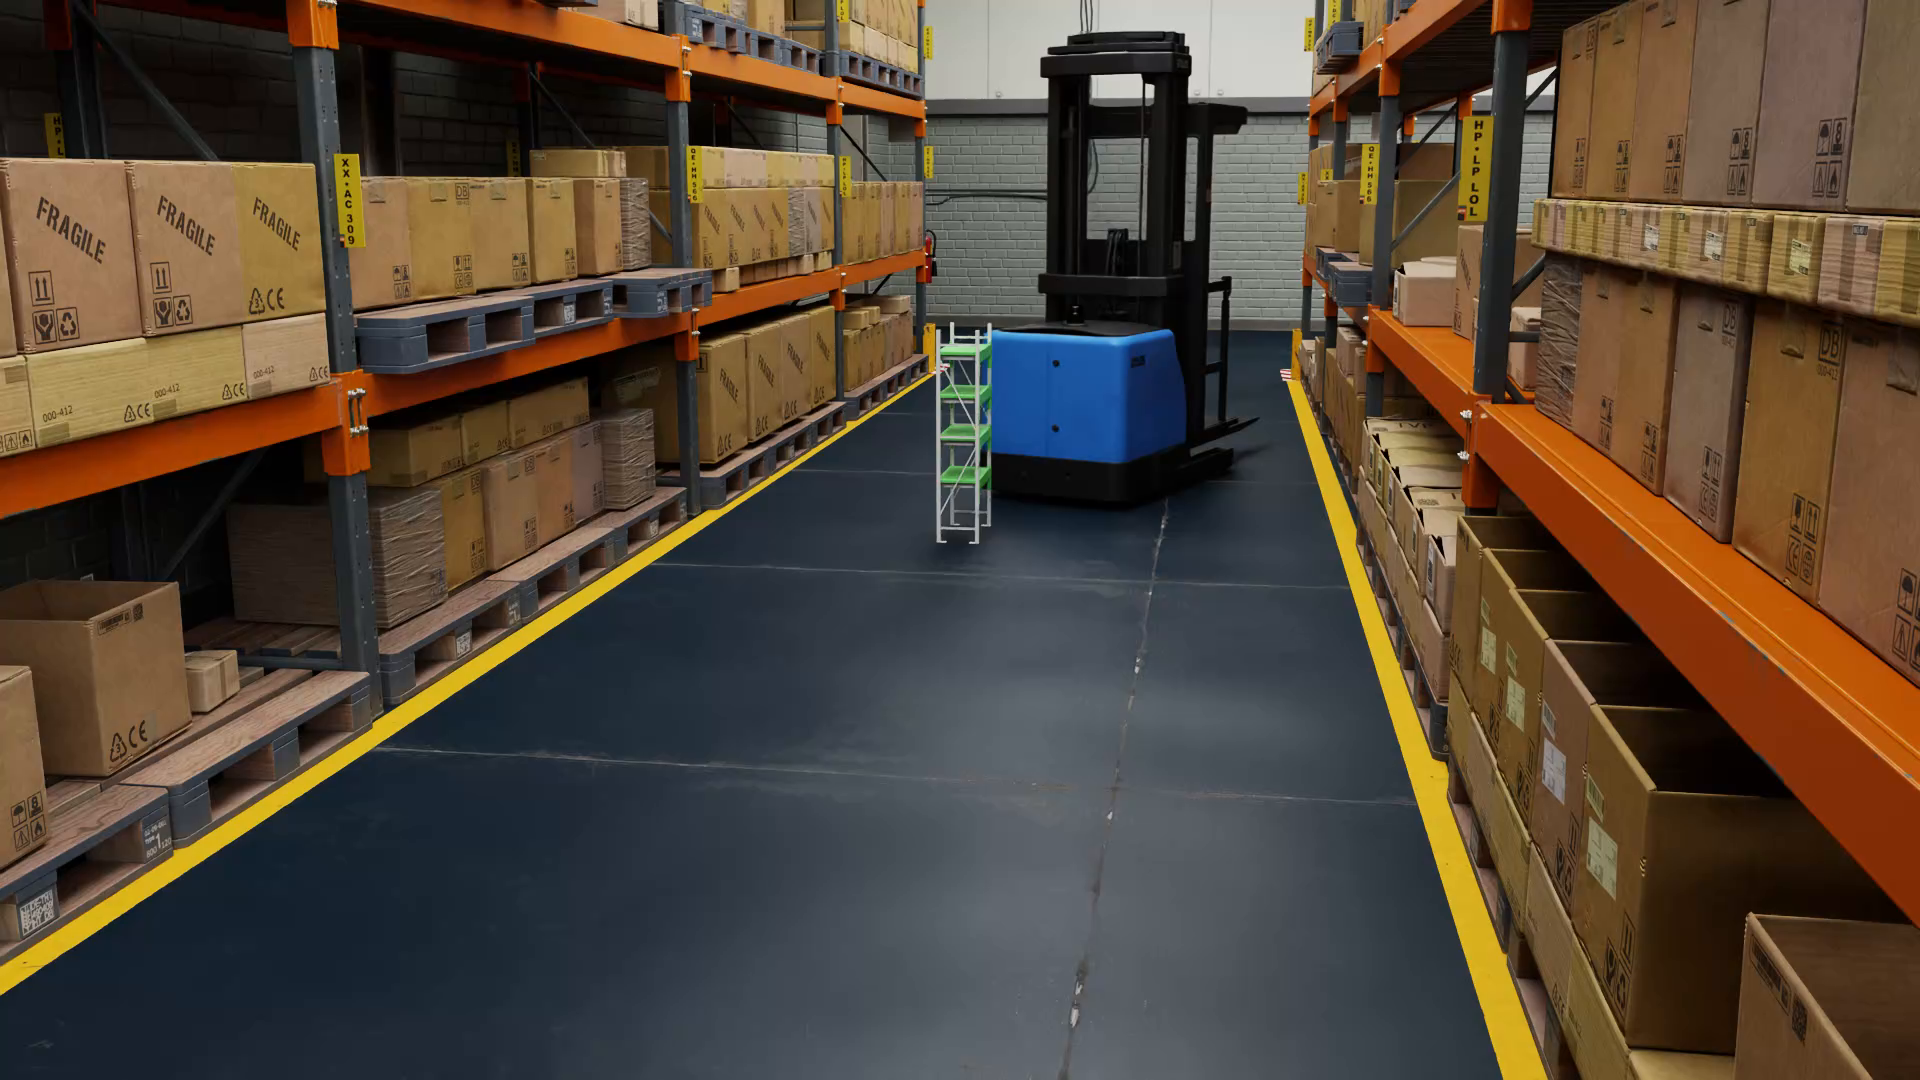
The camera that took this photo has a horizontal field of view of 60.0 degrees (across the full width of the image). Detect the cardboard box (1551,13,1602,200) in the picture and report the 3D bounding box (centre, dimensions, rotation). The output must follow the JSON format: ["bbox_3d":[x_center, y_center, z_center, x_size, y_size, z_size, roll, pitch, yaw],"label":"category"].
[{"bbox_3d":[2.121,-1.230,4.763,0.700,0.500,0.500,2,12,9],"label":"cardboard box"}]

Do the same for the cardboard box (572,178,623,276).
[{"bbox_3d":[-2.218,-1.680,8.888,0.700,0.500,0.500,1,12,3],"label":"cardboard box"}]

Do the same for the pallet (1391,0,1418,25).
[{"bbox_3d":[2.782,-2.702,8.238,1.213,0.211,1.003,2,12,11],"label":"pallet"}]

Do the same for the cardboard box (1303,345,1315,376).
[{"bbox_3d":[3.511,-1.696,15.725,0.500,0.250,0.500,2,12,9],"label":"cardboard box"}]

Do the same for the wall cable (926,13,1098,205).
[{"bbox_3d":[0.357,-5.877,22.776,3.097,2.526,0.112,2,12,9],"label":"wall cable"}]

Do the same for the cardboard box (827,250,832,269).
[{"bbox_3d":[-1.254,-2.272,13.463,0.380,0.149,0.250,2,12,9],"label":"cardboard box"}]

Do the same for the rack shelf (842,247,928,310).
[{"bbox_3d":[-1.174,-2.529,15.816,1.077,0.370,4.000,2,12,9],"label":"rack shelf"}]

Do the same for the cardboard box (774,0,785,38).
[{"bbox_3d":[-1.726,-4.015,12.602,0.700,0.500,0.500,1,12,6],"label":"cardboard box"}]

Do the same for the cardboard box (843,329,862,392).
[{"bbox_3d":[-1.265,-1.600,14.734,0.700,0.500,0.500,2,12,9],"label":"cardboard box"}]

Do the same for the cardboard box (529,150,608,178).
[{"bbox_3d":[-2.155,-2.072,9.168,0.380,0.149,0.250,0,12,-1],"label":"cardboard box"}]

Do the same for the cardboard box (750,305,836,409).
[{"bbox_3d":[-1.453,-1.479,13.343,0.750,0.750,0.750,2,12,9],"label":"cardboard box"}]

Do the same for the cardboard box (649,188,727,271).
[{"bbox_3d":[-1.769,-1.929,10.331,0.500,0.500,0.500,2,12,10],"label":"cardboard box"}]

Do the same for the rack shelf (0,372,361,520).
[{"bbox_3d":[-3.020,-0.031,4.225,1.077,0.370,4.000,2,12,9],"label":"rack shelf"}]

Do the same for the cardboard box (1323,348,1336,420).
[{"bbox_3d":[3.099,-1.205,12.853,0.500,0.500,0.500,1,12,6],"label":"cardboard box"}]

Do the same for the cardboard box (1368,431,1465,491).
[{"bbox_3d":[2.355,-0.398,8.419,0.500,0.311,0.500,2,12,7],"label":"cardboard box"}]

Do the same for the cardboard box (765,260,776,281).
[{"bbox_3d":[-1.545,-1.954,11.988,0.380,0.149,0.250,2,12,10],"label":"cardboard box"}]

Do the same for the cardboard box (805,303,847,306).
[{"bbox_3d":[-1.286,-2.164,15.813,0.380,0.149,0.250,2,12,8],"label":"cardboard box"}]

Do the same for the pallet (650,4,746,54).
[{"bbox_3d":[-2.050,-3.141,10.278,1.213,0.211,1.003,2,12,11],"label":"pallet"}]

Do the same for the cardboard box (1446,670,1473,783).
[{"bbox_3d":[1.812,0.586,5.183,0.500,0.250,0.500,2,12,9],"label":"cardboard box"}]

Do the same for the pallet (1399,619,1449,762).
[{"bbox_3d":[2.258,0.569,6.351,1.003,0.211,1.213,2,12,9],"label":"pallet"}]

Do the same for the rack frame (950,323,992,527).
[{"bbox_3d":[0.063,-0.672,9.763,0.240,1.200,0.015,2,12,9],"label":"rack frame"}]

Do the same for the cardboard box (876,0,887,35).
[{"bbox_3d":[-0.951,-4.828,14.996,0.500,0.500,0.500,2,12,9],"label":"cardboard box"}]

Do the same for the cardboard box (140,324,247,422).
[{"bbox_3d":[-2.570,-0.524,5.111,0.500,0.250,0.500,2,12,9],"label":"cardboard box"}]

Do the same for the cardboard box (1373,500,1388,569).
[{"bbox_3d":[2.277,-0.020,7.998,0.500,0.250,0.500,2,12,7],"label":"cardboard box"}]

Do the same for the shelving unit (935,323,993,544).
[{"bbox_3d":[0.025,-0.621,9.527,0.258,1.200,0.503,2,12,9],"label":"shelving unit"}]

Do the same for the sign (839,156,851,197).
[{"bbox_3d":[-0.944,-2.976,13.622,0.100,0.325,0.005,2,12,9],"label":"sign"}]

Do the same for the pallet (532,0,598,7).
[{"bbox_3d":[-2.355,-2.515,7.367,1.213,0.211,1.003,2,12,9],"label":"pallet"}]

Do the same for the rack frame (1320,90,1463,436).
[{"bbox_3d":[3.414,-2.305,13.067,1.000,3.000,0.127,2,12,9],"label":"rack frame"}]

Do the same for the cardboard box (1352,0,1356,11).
[{"bbox_3d":[3.451,-4.411,13.110,0.700,0.500,0.500,2,12,9],"label":"cardboard box"}]

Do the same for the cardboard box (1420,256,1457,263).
[{"bbox_3d":[2.699,-1.354,8.868,0.500,0.311,0.500,3,12,12],"label":"cardboard box"}]

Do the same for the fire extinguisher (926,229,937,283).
[{"bbox_3d":[-0.387,-3.093,17.796,0.296,0.674,0.183,2,12,9],"label":"fire extinguisher"}]

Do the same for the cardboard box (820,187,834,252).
[{"bbox_3d":[-1.304,-2.564,13.280,0.500,0.500,0.500,2,12,8],"label":"cardboard box"}]

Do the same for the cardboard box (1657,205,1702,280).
[{"bbox_3d":[1.716,-0.633,3.533,0.380,0.149,0.250,2,12,8],"label":"cardboard box"}]

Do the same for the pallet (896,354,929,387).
[{"bbox_3d":[-0.912,-1.765,17.181,1.003,0.211,1.213,2,12,9],"label":"pallet"}]

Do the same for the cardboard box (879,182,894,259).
[{"bbox_3d":[-1.162,-3.027,15.707,0.980,0.700,0.700,1,12,6],"label":"cardboard box"}]

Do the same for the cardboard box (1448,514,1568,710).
[{"bbox_3d":[1.803,0.219,5.105,0.500,0.500,0.500,2,12,9],"label":"cardboard box"}]

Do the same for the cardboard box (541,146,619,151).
[{"bbox_3d":[-2.283,-2.305,10.298,0.500,0.250,0.500,2,12,10],"label":"cardboard box"}]

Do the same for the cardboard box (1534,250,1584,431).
[{"bbox_3d":[2.121,-0.596,4.899,0.700,0.500,0.500,2,12,7],"label":"cardboard box"}]

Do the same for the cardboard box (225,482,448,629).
[{"bbox_3d":[-2.615,0.054,7.011,0.700,0.500,0.500,2,12,11],"label":"cardboard box"}]

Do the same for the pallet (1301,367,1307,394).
[{"bbox_3d":[3.896,-1.592,16.381,1.003,0.211,1.213,2,12,9],"label":"pallet"}]

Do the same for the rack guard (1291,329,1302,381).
[{"bbox_3d":[4.017,-1.899,17.121,1.175,0.500,0.348,2,12,9],"label":"rack guard"}]

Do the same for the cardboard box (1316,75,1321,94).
[{"bbox_3d":[3.534,-4.224,15.208,0.500,0.250,0.500,2,12,9],"label":"cardboard box"}]

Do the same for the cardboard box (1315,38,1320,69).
[{"bbox_3d":[3.609,-4.572,15.639,0.500,0.250,0.500,2,12,9],"label":"cardboard box"}]

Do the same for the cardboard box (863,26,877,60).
[{"bbox_3d":[-1.022,-4.352,14.571,0.500,0.250,0.500,2,12,7],"label":"cardboard box"}]

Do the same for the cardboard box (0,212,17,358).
[{"bbox_3d":[-2.718,-0.677,4.042,0.500,0.500,0.500,2,12,10],"label":"cardboard box"}]

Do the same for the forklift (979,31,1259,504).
[{"bbox_3d":[1.278,-1.921,11.451,1.130,2.935,3.031,7,14,29],"label":"forklift"}]

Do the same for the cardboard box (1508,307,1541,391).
[{"bbox_3d":[2.216,-0.670,5.837,0.500,0.250,0.500,3,12,12],"label":"cardboard box"}]

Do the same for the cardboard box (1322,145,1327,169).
[{"bbox_3d":[3.312,-3.063,13.974,0.500,0.500,0.500,2,12,8],"label":"cardboard box"}]

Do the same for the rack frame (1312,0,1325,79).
[{"bbox_3d":[4.029,-6.070,16.299,1.000,3.000,0.127,2,12,9],"label":"rack frame"}]

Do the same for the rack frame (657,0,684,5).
[{"bbox_3d":[-2.097,-4.564,9.312,1.000,3.000,0.127,2,12,9],"label":"rack frame"}]

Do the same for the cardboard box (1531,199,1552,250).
[{"bbox_3d":[1.951,-0.956,5.030,0.380,0.149,0.250,2,12,9],"label":"cardboard box"}]

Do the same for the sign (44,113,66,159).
[{"bbox_3d":[-3.261,-1.382,6.039,0.100,0.325,0.005,2,12,9],"label":"sign"}]
